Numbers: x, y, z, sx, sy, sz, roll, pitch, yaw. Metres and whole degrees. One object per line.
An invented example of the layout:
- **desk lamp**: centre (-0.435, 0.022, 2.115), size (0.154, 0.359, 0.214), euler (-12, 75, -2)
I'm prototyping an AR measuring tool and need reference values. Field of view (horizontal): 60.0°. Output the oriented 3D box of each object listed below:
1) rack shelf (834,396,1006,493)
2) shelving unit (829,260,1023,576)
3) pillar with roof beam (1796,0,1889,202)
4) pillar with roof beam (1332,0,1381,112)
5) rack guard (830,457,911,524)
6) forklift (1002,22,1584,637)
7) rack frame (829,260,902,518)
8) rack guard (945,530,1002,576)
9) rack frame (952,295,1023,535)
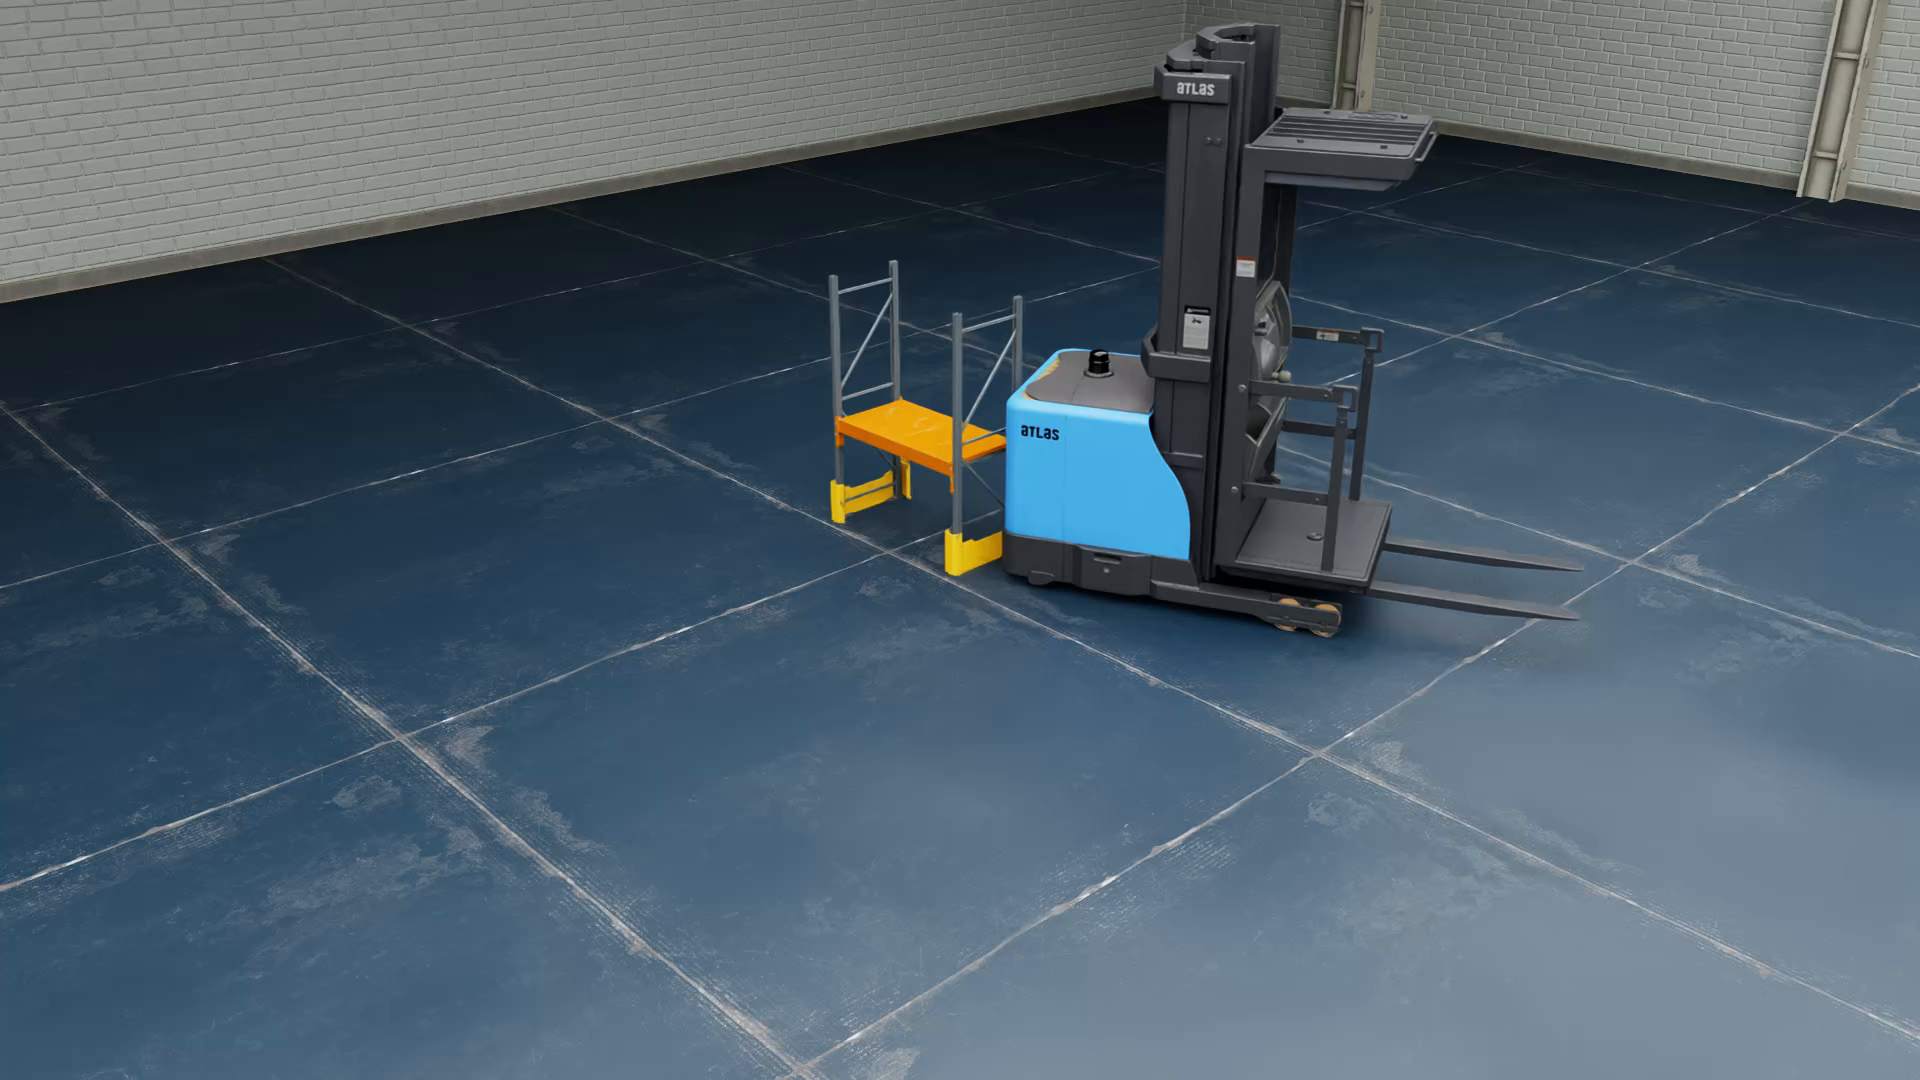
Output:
- **rack shelf**: centre (-0.202, -0.563, 9.611), size (0.538, 0.185, 1.000), euler (-22, 32, -39)
- **shelving unit**: centre (-0.195, -0.724, 9.531), size (0.587, 1.500, 1.083), euler (-22, 32, -39)
- **pillar with roof beam**: centre (6.063, -6.541, 13.247), size (9.100, 9.000, 0.400), euler (-21, 32, -38)
- **pillar with roof beam**: centre (1.962, -8.359, 17.232), size (9.100, 9.000, 0.400), euler (-21, 32, -38)
- **rack guard**: centre (-0.540, -0.305, 10.117), size (0.587, 0.250, 0.087), euler (-22, 32, -39)
- **forklift**: centre (1.805, -1.080, 8.586), size (3.031, 2.935, 1.130), euler (9, 26, 18)
- **rack frame**: centre (-0.553, -0.879, 9.871), size (0.500, 1.500, 0.032), euler (-22, 32, -39)
- **rack guard**: centre (0.149, -0.006, 9.463), size (0.587, 0.250, 0.087), euler (-22, 32, -39)
- **rack frame**: centre (0.150, -0.575, 9.203), size (0.500, 1.500, 0.032), euler (-22, 32, -39)
